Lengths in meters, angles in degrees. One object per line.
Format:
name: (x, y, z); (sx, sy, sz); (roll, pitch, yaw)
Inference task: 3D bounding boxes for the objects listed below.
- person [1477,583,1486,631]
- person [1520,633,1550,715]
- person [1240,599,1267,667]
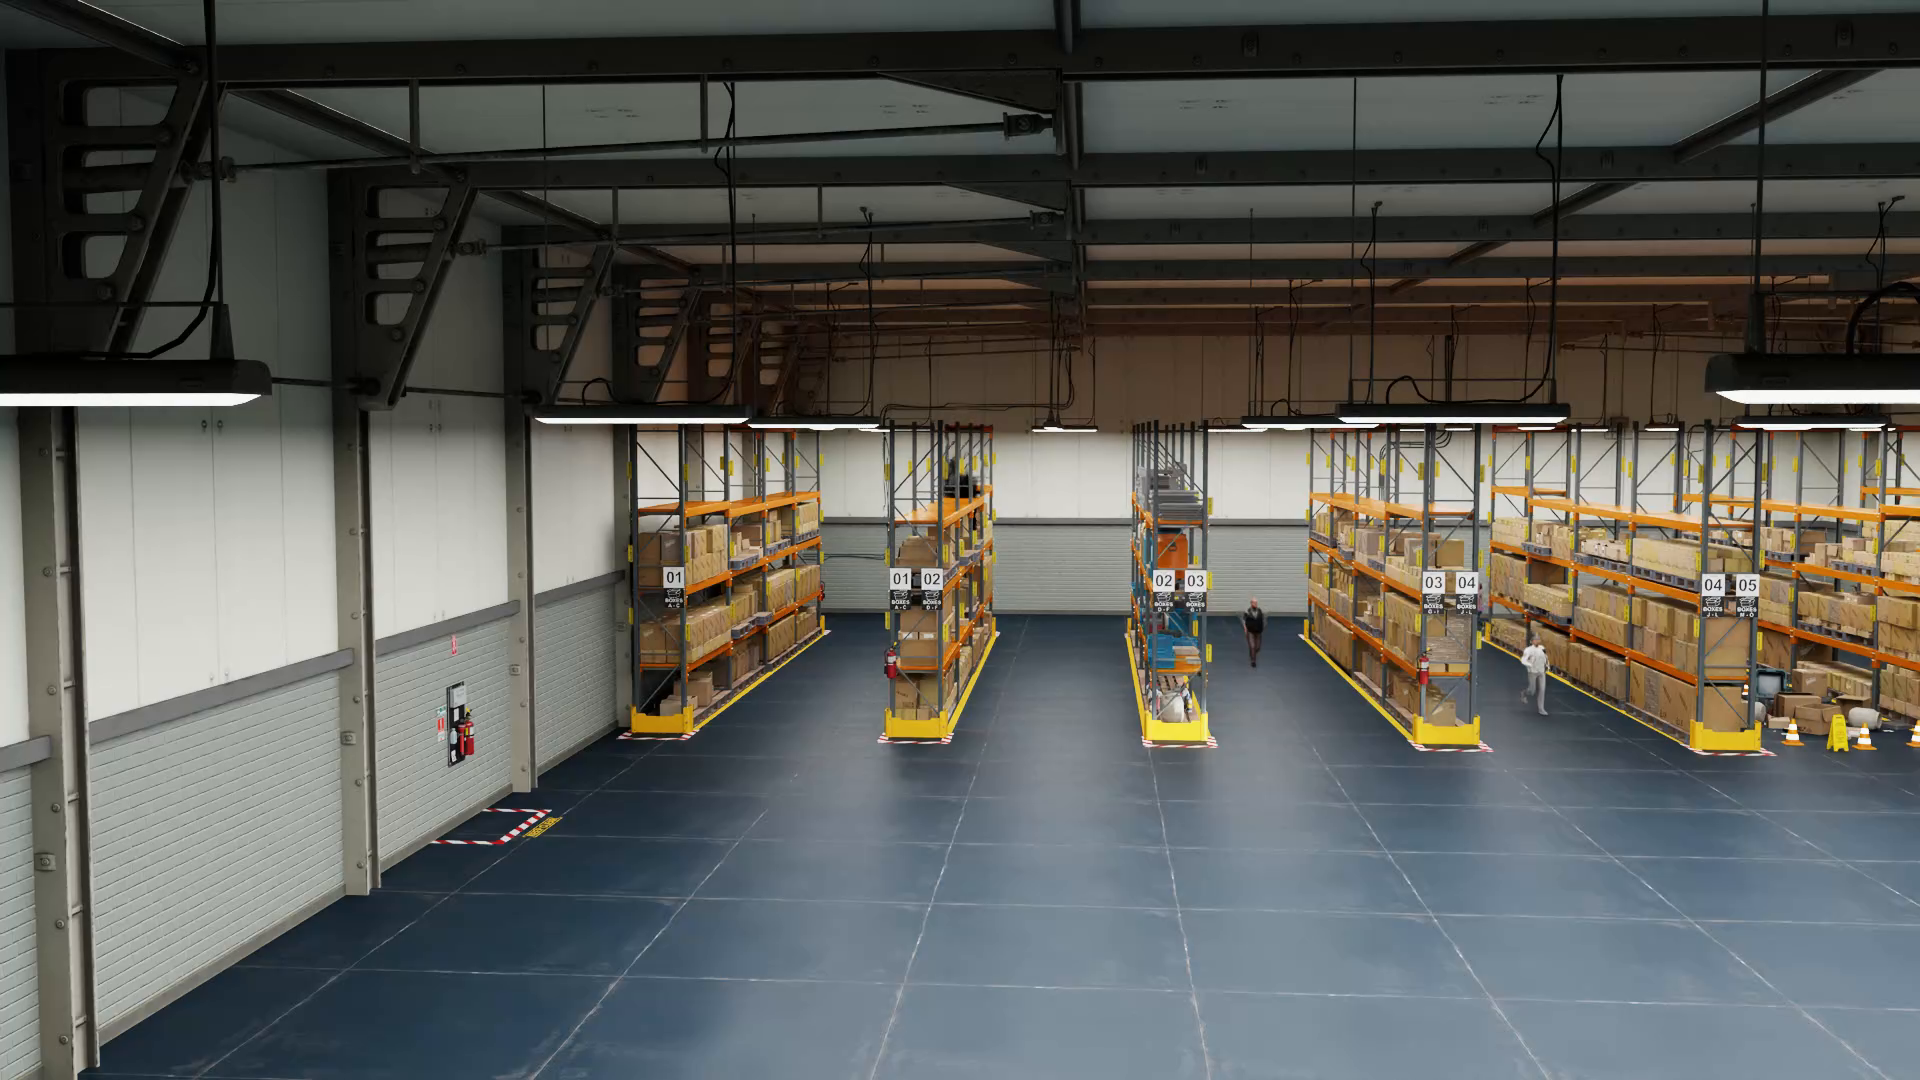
person: (14.887, 1.979, 47.548); (0.570, 1.537, 0.613); (0, 4, -6)
person: (11.850, 2.723, 34.144); (0.630, 1.656, 0.949); (0, 4, -6)
person: (7.265, 2.283, 41.231); (0.645, 1.682, 0.753); (0, 4, -3)
